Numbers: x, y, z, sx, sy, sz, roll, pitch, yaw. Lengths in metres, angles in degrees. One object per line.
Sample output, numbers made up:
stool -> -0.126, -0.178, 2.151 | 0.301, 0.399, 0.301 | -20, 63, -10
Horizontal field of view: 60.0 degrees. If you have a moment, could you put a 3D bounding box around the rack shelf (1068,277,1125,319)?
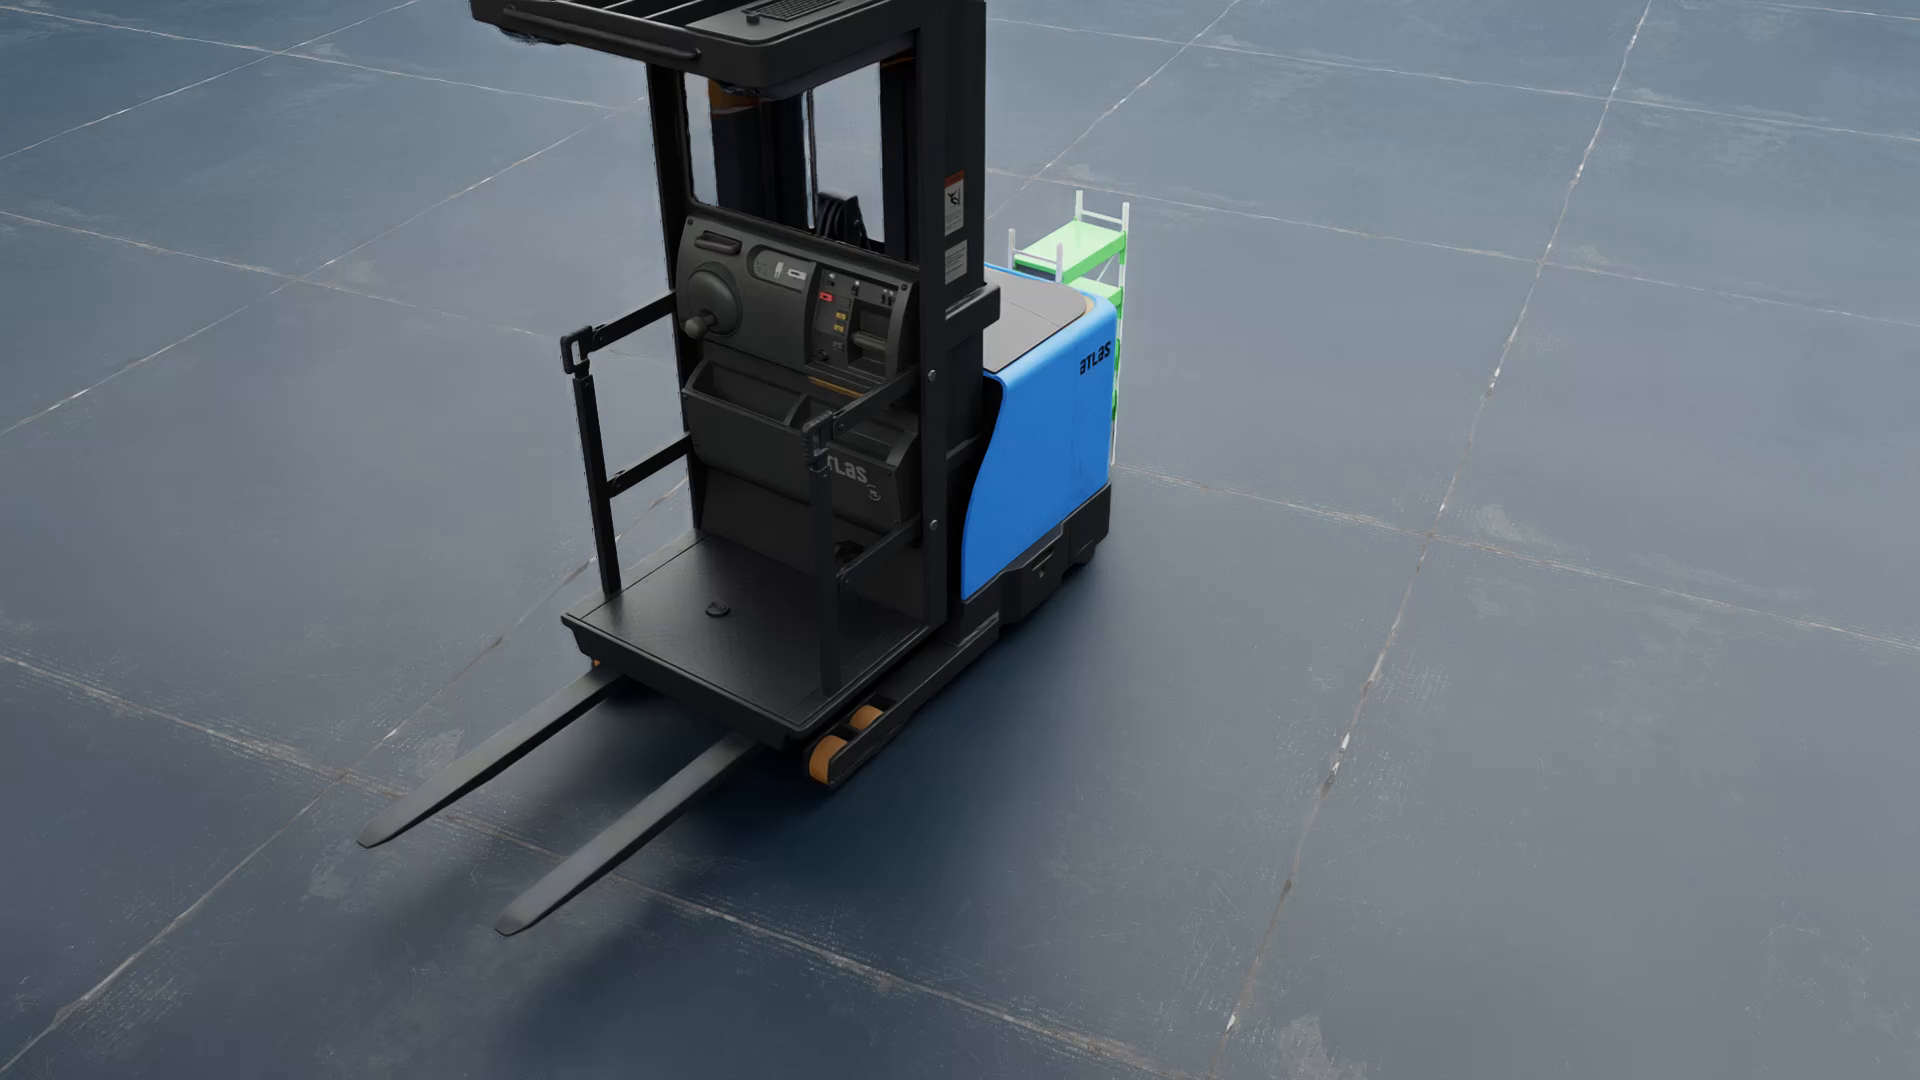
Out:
rack shelf -> 0.430, -0.907, 6.718 | 0.258, 0.148, 0.480 | 21, 39, 29

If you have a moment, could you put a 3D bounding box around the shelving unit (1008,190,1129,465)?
shelving unit -> 0.430, -0.760, 6.815 | 0.258, 1.200, 0.503 | 21, 39, 29

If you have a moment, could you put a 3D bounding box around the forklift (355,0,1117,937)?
forklift -> -0.664, -0.713, 5.164 | 1.130, 2.935, 3.031 | 21, 39, 29

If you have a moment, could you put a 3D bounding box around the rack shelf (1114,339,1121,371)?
rack shelf -> 0.430, -0.707, 6.850 | 0.258, 0.148, 0.480 | 21, 39, 29

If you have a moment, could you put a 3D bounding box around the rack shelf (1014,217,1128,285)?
rack shelf -> 0.430, -1.108, 6.587 | 0.258, 0.148, 0.480 | 21, 39, 29

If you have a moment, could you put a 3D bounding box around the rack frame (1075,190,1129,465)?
rack frame -> 0.571, -0.869, 6.981 | 0.240, 1.200, 0.015 | 21, 39, 29

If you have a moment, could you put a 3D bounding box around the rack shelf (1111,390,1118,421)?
rack shelf -> 0.430, -0.506, 6.982 | 0.258, 0.148, 0.480 | 21, 39, 29

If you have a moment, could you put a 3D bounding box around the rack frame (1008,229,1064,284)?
rack frame -> 0.288, -0.651, 6.648 | 0.240, 1.200, 0.015 | 21, 39, 29
